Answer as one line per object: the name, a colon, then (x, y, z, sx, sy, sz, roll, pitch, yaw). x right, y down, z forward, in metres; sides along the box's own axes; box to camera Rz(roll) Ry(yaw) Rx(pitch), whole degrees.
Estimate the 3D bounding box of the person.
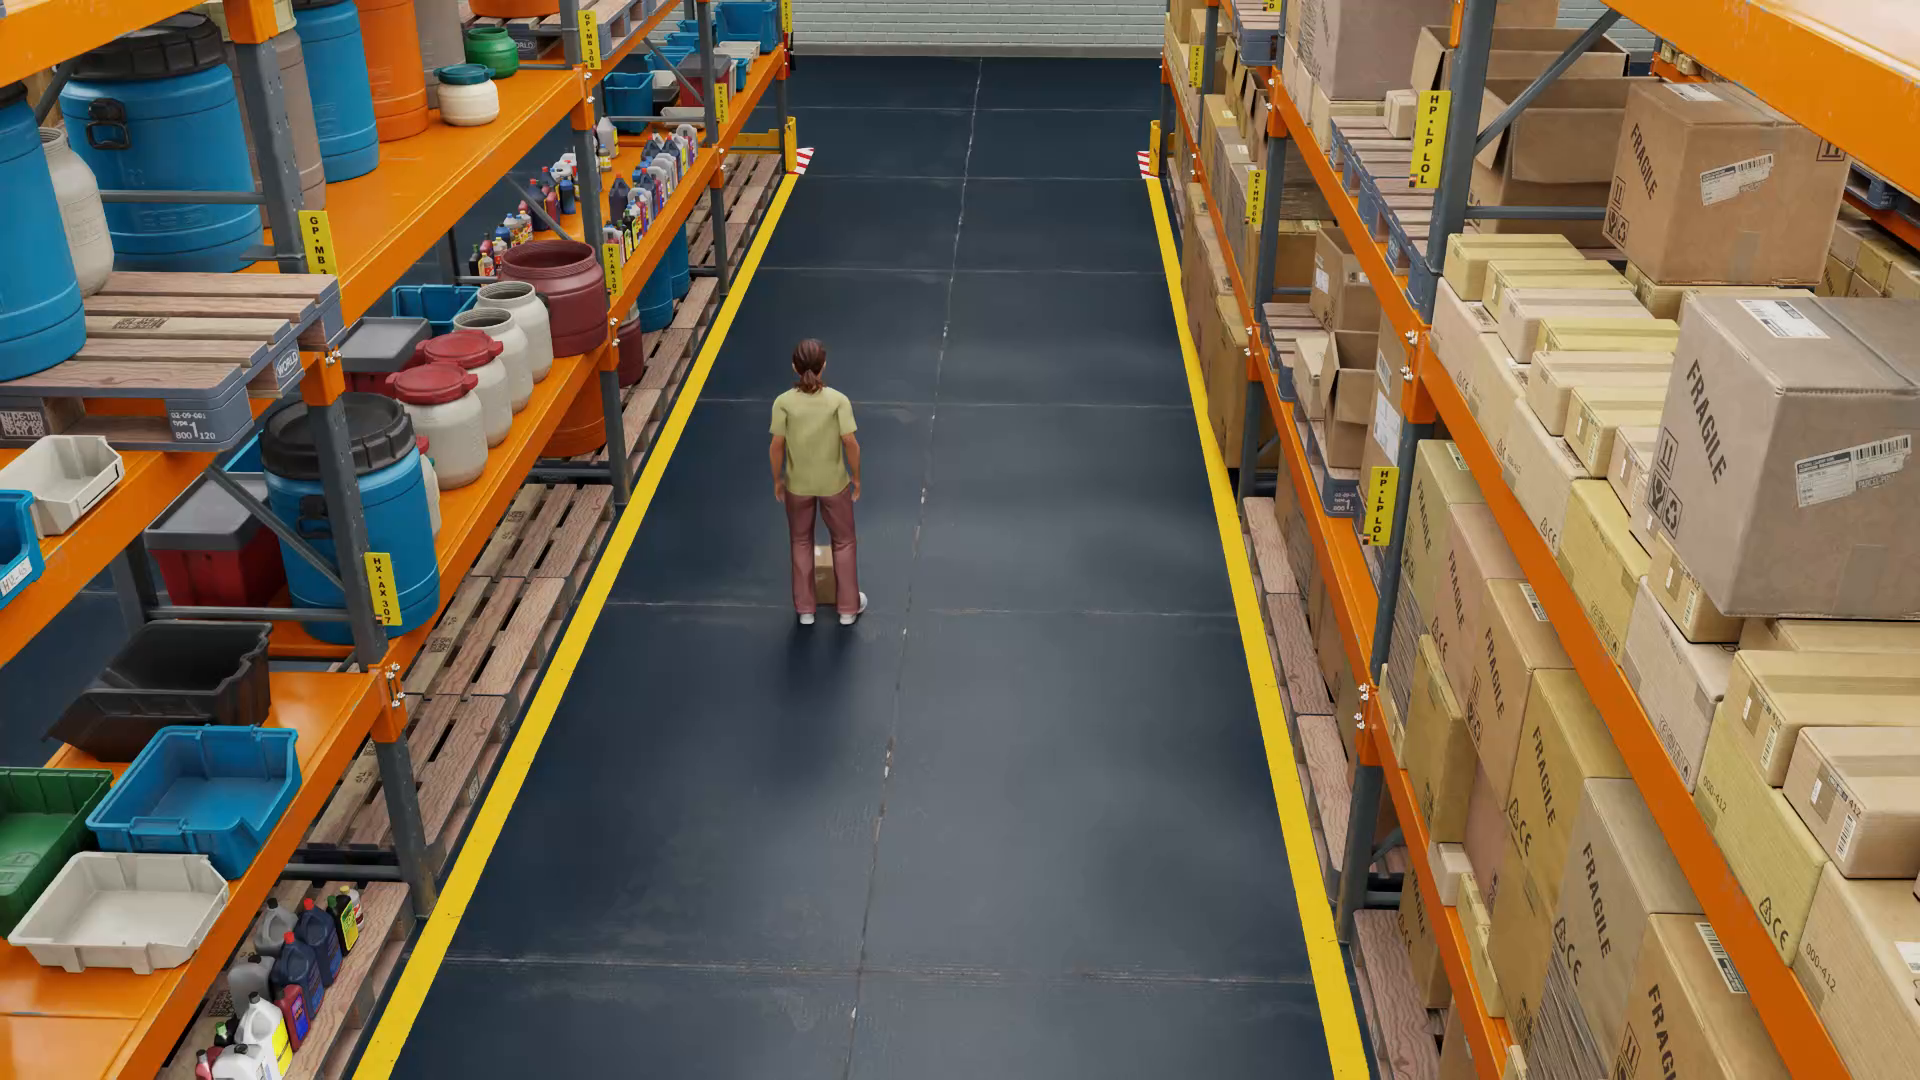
person: (-0.794, -0.307, 9.200, 0.518, 1.671, 0.364, -1, 28, -1)
